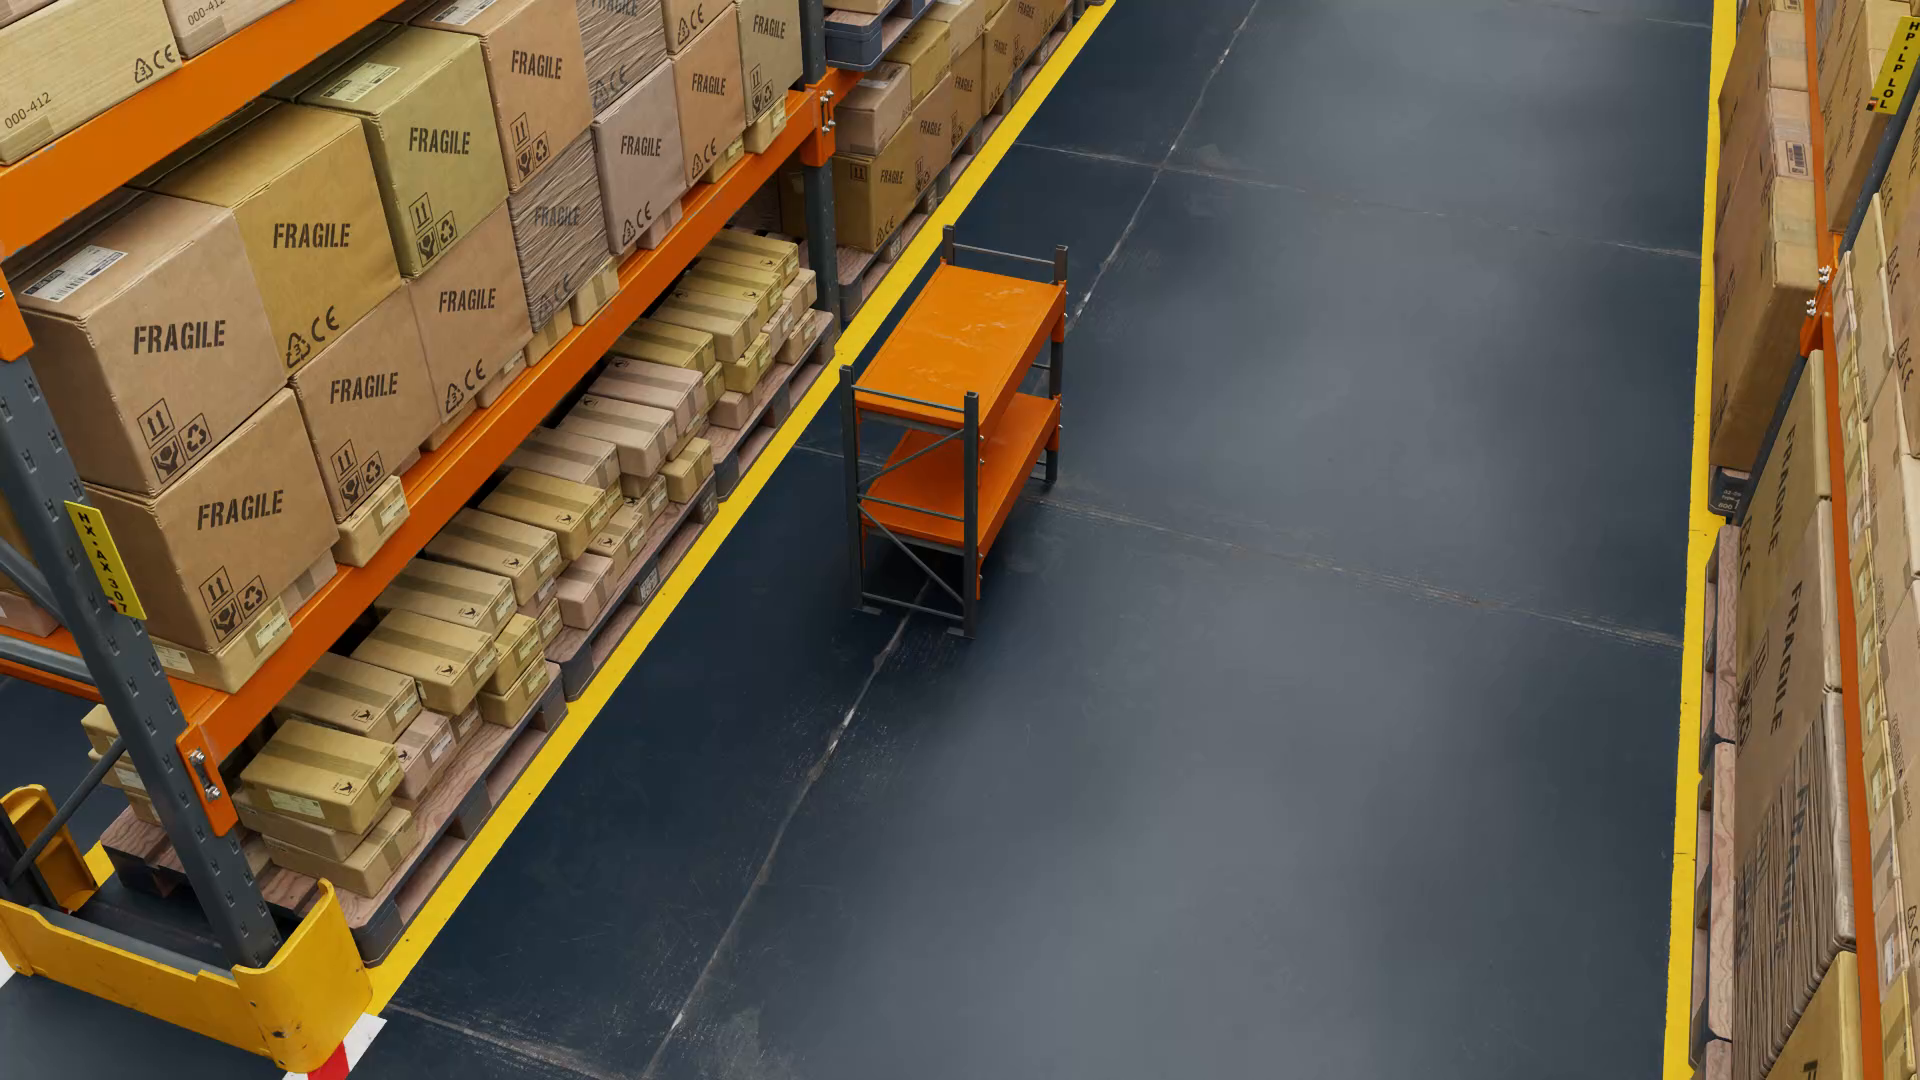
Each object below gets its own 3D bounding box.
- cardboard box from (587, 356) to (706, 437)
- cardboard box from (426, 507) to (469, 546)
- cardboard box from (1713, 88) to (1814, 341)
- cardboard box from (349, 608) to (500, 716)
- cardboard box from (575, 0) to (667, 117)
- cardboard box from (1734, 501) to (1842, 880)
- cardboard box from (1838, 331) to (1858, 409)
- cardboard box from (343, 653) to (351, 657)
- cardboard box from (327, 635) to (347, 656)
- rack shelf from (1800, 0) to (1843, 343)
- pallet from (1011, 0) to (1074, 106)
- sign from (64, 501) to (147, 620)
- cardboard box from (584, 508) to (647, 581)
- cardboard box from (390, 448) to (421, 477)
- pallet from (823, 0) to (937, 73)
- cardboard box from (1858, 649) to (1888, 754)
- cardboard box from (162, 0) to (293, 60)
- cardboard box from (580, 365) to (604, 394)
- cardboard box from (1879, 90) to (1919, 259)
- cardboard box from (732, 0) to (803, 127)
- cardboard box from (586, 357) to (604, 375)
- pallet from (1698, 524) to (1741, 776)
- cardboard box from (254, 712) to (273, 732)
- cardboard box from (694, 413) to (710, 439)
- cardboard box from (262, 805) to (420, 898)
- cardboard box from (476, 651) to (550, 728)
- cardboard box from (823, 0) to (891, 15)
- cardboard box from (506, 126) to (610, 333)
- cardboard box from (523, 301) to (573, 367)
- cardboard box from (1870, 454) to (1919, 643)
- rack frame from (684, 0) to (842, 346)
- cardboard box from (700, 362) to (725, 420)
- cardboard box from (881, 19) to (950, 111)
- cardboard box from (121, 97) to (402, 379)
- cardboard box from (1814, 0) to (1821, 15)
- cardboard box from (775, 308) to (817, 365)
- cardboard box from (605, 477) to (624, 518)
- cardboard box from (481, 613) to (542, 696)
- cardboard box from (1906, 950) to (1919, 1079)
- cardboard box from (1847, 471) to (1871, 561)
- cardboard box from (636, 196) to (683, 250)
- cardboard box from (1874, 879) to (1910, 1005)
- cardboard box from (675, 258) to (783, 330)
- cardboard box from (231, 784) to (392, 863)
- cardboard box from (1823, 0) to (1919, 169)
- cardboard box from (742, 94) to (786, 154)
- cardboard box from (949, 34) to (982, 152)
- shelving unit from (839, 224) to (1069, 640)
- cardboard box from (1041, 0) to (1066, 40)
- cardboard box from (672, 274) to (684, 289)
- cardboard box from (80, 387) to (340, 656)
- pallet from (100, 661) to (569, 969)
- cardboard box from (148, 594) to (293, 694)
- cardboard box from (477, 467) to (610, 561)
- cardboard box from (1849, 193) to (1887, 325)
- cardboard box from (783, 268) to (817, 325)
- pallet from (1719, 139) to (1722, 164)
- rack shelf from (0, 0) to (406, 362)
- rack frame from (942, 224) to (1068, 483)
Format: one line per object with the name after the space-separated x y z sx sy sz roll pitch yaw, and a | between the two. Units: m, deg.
-1.225 -0.564 6.515 0.380 0.149 0.250 11 42 13 | cardboard box
-2.061 -0.104 6.205 0.380 0.149 0.250 15 43 17 | cardboard box
4.079 -1.311 7.289 1.225 0.875 0.875 12 42 14 | cardboard box
-1.733 0.392 5.394 0.380 0.149 0.250 13 42 15 | cardboard box
-1.319 -1.741 5.403 0.500 0.500 0.500 14 43 16 | cardboard box
2.966 0.563 5.093 0.875 0.875 0.875 13 42 15 | cardboard box
2.982 -0.496 5.214 0.380 0.149 0.250 15 43 16 | cardboard box
-2.272 0.494 5.733 0.380 0.149 0.250 13 42 15 | cardboard box
-2.331 0.367 5.653 0.380 0.149 0.250 12 42 13 | cardboard box
4.258 -1.966 7.297 1.077 0.370 4.000 13 42 15 | rack shelf
0.047 -3.085 10.203 1.003 0.211 1.213 13 42 15 | pallet
-1.910 0.049 3.715 0.100 0.325 0.005 13 42 15 | sign
-1.423 -0.013 6.327 0.380 0.149 0.250 13 42 15 | cardboard box
-1.851 -0.277 4.957 0.380 0.149 0.250 15 43 17 | cardboard box
-0.654 -2.543 7.567 1.003 0.211 1.213 13 42 15 | pallet
2.455 0.444 4.112 0.380 0.149 0.250 13 42 15 | cardboard box
-1.842 -1.364 3.842 0.500 0.250 0.500 15 43 16 | cardboard box
-1.623 -0.725 6.933 0.380 0.149 0.250 11 42 13 | cardboard box
3.171 -1.126 5.067 0.500 0.500 0.500 13 42 15 | cardboard box
-0.952 -1.976 6.448 0.500 0.500 0.500 13 42 15 | cardboard box
-1.622 -0.835 6.833 0.380 0.149 0.250 12 42 14 | cardboard box
3.241 0.488 6.016 1.003 0.211 1.213 13 42 15 | pallet
-2.337 0.436 5.342 0.380 0.149 0.250 14 42 16 | cardboard box
-1.267 -0.493 6.890 0.380 0.149 0.250 12 42 14 | cardboard box
-1.940 0.934 5.217 0.380 0.149 0.250 14 42 16 | cardboard box
-1.658 0.472 5.759 0.380 0.149 0.250 14 42 16 | cardboard box
-0.485 -2.384 7.104 0.380 0.149 0.250 11 42 13 | cardboard box
-1.499 -1.046 5.359 0.500 0.500 0.500 12 42 14 | cardboard box
-1.515 -0.734 5.493 0.380 0.149 0.250 15 43 17 | cardboard box
2.645 0.071 4.242 0.500 0.250 0.500 13 42 15 | cardboard box
-1.052 -2.182 6.996 1.000 3.000 0.127 13 42 15 | rack frame
-1.195 -0.641 6.834 0.380 0.149 0.250 14 42 15 | cardboard box
-0.371 -2.394 8.269 0.500 0.250 0.500 14 43 16 | cardboard box
-1.850 -0.798 4.298 0.500 0.500 0.500 14 43 16 | cardboard box
4.174 -2.633 7.448 0.500 0.500 0.500 13 42 14 | cardboard box
-0.866 -0.942 7.416 0.380 0.149 0.250 14 42 16 | cardboard box
-1.505 -0.169 6.281 0.380 0.149 0.250 15 43 17 | cardboard box
-1.662 0.351 5.671 0.380 0.149 0.250 15 43 16 | cardboard box
2.123 1.010 3.142 0.500 0.250 0.500 13 42 14 | cardboard box
2.718 -0.027 4.664 0.380 0.149 0.250 14 42 16 | cardboard box
-1.239 -1.205 6.045 0.380 0.149 0.250 12 42 13 | cardboard box
2.194 0.913 3.562 0.380 0.149 0.250 13 42 15 | cardboard box
-0.979 -1.044 7.077 0.380 0.149 0.250 14 42 16 | cardboard box
-1.999 0.807 5.137 0.380 0.149 0.250 15 43 17 | cardboard box
3.654 -1.704 6.359 0.500 0.500 0.500 15 43 16 | cardboard box
-0.915 -1.679 6.600 0.380 0.149 0.250 12 42 14 | cardboard box
-0.204 -2.428 8.887 0.500 0.500 0.500 14 42 16 | cardboard box
-0.002 -0.424 6.380 0.538 1.125 1.048 13 42 15 | shelving unit
0.337 -3.371 9.993 0.500 0.500 0.500 13 42 15 | cardboard box
-1.476 -1.220 7.513 0.380 0.149 0.250 15 43 17 | cardboard box
-2.007 -0.106 4.257 0.500 0.500 0.500 15 43 17 | cardboard box
-2.083 0.784 5.668 1.003 0.211 1.213 13 42 15 | pallet
-2.001 0.228 4.365 0.380 0.149 0.250 13 42 15 | cardboard box
-1.490 -0.095 5.965 0.380 0.149 0.250 14 42 16 | cardboard box
3.168 -0.847 5.318 0.500 0.250 0.500 13 42 14 | cardboard box
-0.861 -1.108 7.381 0.380 0.149 0.250 14 42 16 | cardboard box
4.602 -1.934 8.855 1.003 0.211 1.213 13 42 15 | pallet
-1.736 -1.830 4.827 1.077 0.370 4.000 13 42 15 | rack shelf
0.172 -0.734 6.743 0.500 1.125 0.032 13 42 15 | rack frame
